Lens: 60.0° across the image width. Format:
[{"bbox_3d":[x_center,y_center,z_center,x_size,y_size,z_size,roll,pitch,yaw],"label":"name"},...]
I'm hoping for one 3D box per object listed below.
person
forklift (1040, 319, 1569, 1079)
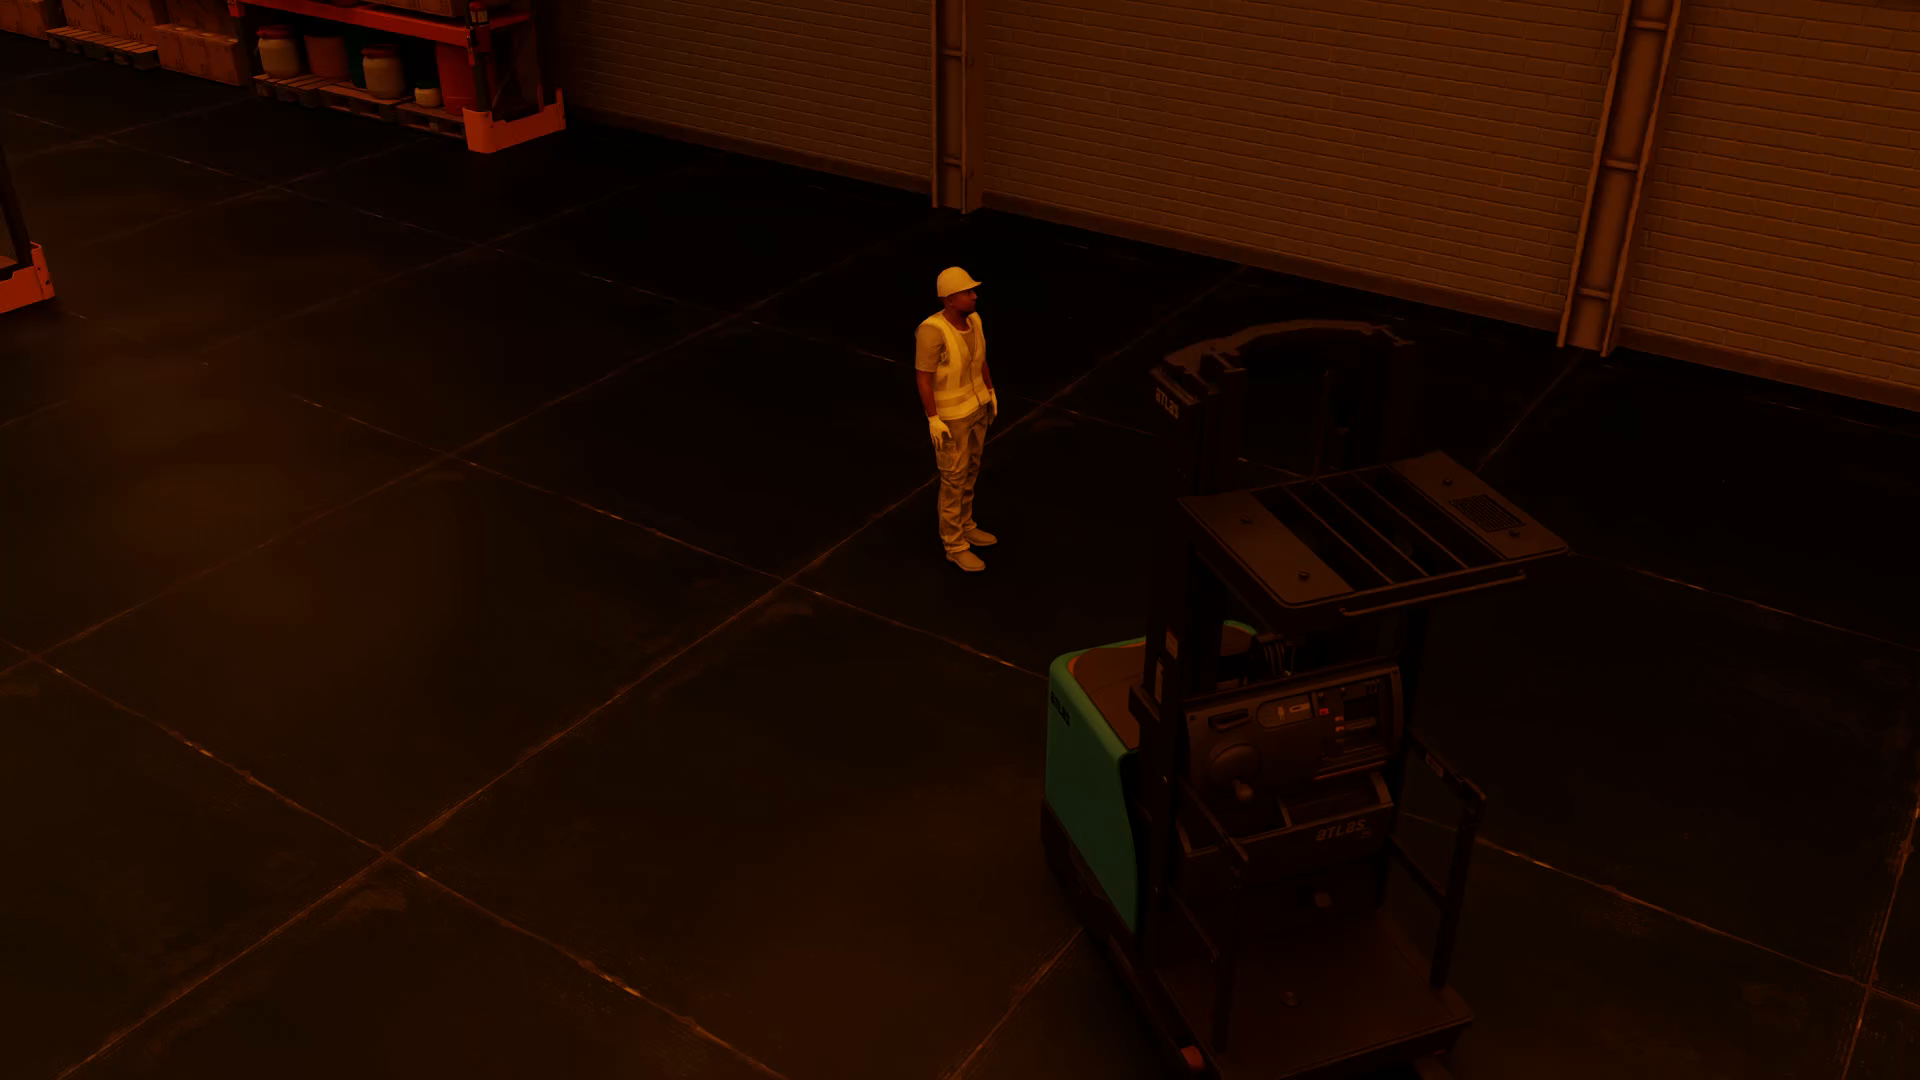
[{"bbox_3d":[0.056,-0.753,10.008,0.575,1.784,0.656,19,35,29],"label":"person"},{"bbox_3d":[1.366,0.793,6.216,1.130,2.935,3.031,-10,32,-17],"label":"forklift"}]
